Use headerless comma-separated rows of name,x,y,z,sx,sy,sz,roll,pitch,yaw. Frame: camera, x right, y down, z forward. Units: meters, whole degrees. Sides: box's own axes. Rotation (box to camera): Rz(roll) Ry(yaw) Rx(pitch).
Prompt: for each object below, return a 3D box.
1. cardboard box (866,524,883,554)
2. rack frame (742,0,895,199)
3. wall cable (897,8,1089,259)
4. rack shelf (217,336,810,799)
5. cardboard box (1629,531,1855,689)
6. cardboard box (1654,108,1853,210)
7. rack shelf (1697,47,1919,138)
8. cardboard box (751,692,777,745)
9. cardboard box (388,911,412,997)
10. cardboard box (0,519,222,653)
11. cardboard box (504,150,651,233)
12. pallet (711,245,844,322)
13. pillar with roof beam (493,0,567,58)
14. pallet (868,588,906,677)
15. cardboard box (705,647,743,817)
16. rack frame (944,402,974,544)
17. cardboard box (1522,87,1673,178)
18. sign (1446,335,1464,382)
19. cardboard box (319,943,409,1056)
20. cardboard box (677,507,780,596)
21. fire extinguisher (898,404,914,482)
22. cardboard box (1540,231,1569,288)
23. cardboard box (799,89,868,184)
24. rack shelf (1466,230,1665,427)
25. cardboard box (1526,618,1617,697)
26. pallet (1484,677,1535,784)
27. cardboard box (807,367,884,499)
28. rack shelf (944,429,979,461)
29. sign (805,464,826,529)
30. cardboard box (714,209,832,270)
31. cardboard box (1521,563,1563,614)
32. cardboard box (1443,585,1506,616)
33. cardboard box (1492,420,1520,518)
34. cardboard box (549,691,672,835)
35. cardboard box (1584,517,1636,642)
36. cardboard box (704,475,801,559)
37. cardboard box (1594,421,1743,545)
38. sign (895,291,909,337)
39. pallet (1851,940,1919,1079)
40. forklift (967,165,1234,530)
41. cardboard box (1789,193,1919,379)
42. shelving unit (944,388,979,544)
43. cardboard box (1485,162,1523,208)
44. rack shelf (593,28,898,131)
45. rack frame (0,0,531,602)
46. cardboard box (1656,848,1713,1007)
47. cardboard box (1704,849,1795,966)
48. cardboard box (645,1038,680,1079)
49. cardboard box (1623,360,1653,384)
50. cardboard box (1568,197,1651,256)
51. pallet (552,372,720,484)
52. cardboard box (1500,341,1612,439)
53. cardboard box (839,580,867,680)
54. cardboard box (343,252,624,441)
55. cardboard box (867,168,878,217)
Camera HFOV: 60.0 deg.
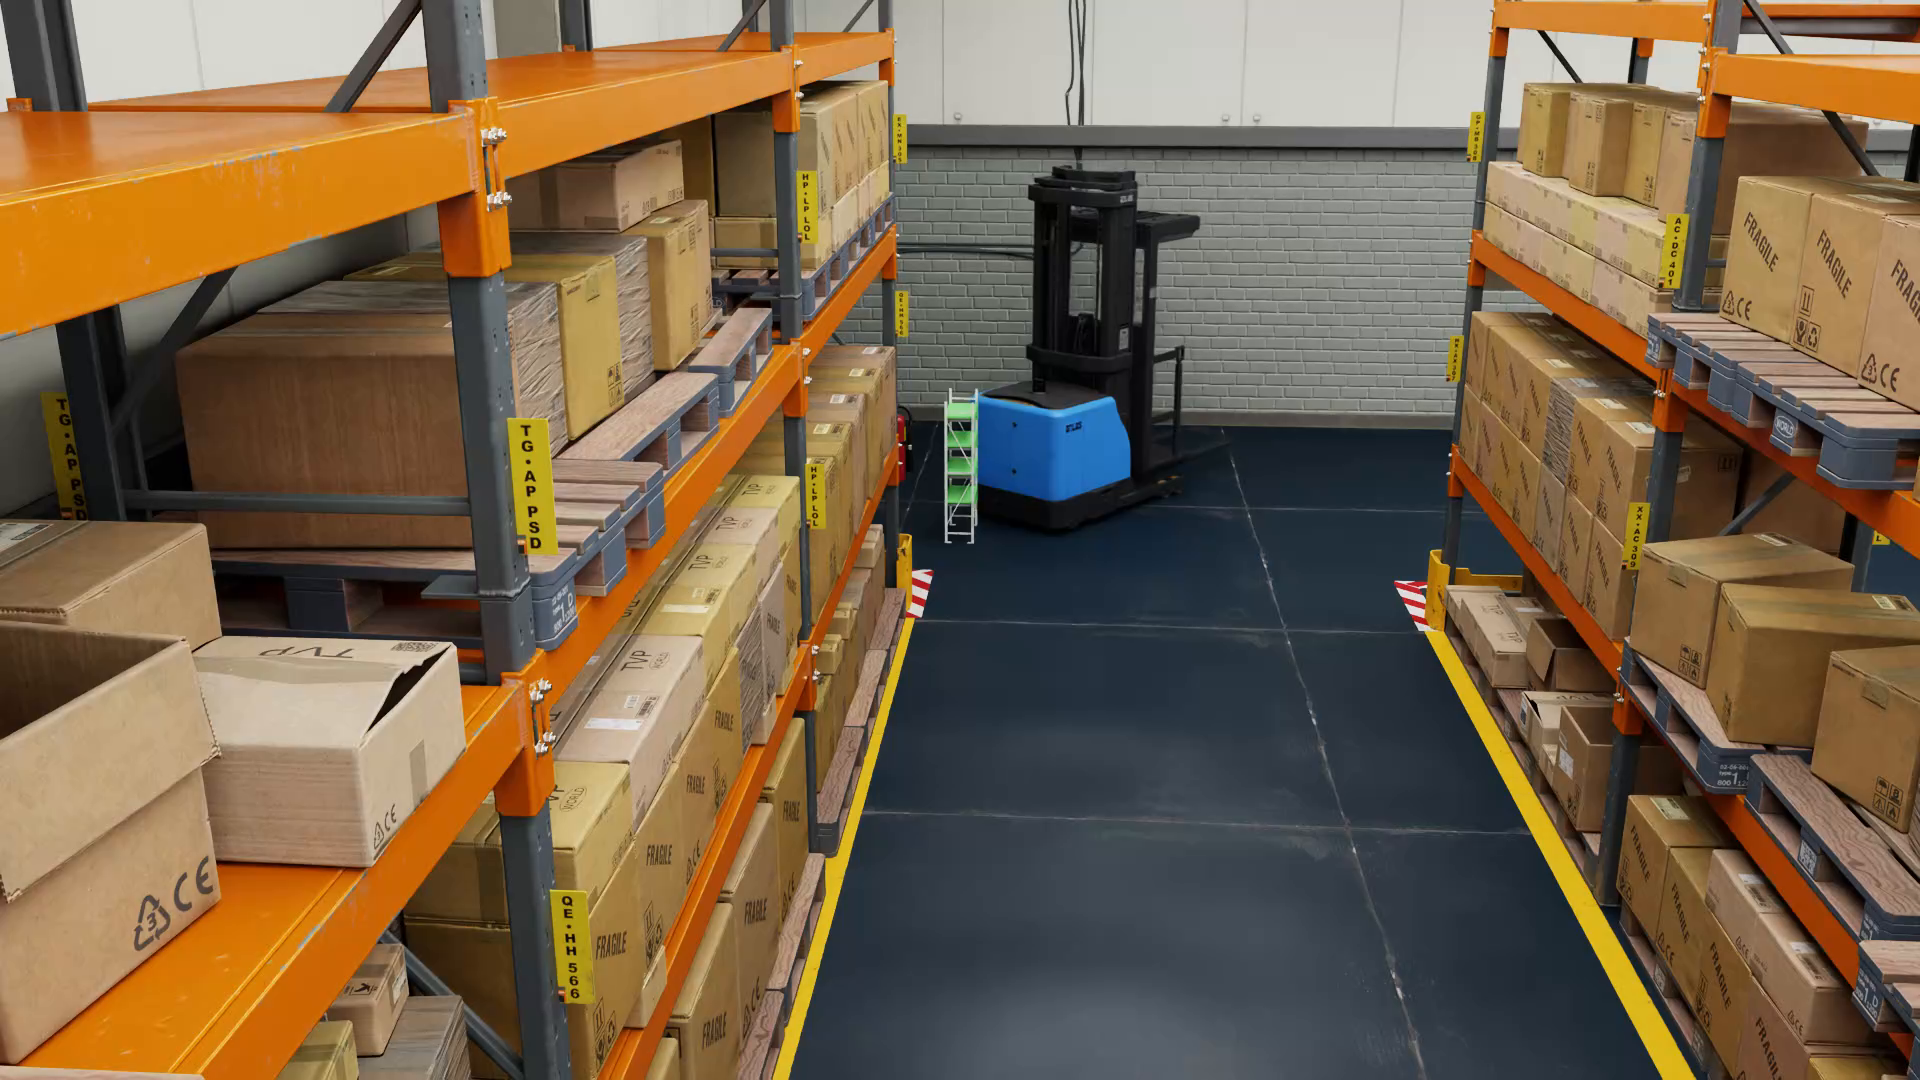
cardboard box,-0.731,-0.003,11.415,0.380,0.149,0.250,1,18,3
rack frame,-0.954,-3.798,11.062,1.000,3.000,0.127,1,18,4
wall cable,-0.192,-4.071,16.882,3.097,2.526,0.112,1,18,4
rack shelf,-1.384,-0.167,5.954,1.077,0.370,4.000,1,18,4
cardboard box,3.444,0.300,7.356,0.700,0.500,0.500,-5,19,-15
cardboard box,3.875,-1.847,8.160,0.700,0.500,0.500,1,18,4
rack shelf,3.557,-1.293,5.215,1.077,0.370,4.000,1,18,4
cardboard box,-1.001,0.758,7.163,0.380,0.149,0.250,1,18,4
cardboard box,-1.756,1.187,4.814,0.500,0.500,0.500,1,18,4
cardboard box,-1.808,0.274,3.261,0.500,0.500,0.500,1,18,4
cardboard box,-1.459,-1.301,6.188,0.500,0.250,0.500,1,18,2
pallet,-1.171,-1.342,8.526,1.003,0.211,1.213,1,18,4
pillar with roof beam,2.241,-2.696,7.700,9.100,9.000,0.400,1,18,4
pallet,-0.933,0.628,11.667,1.003,0.211,1.213,1,18,4
cardboard box,-1.124,0.716,6.252,0.500,0.500,0.500,2,18,5
rack frame,-0.006,-0.546,13.662,0.240,1.200,0.015,1,18,4
cardboard box,3.847,-2.472,10.068,0.700,0.500,0.500,1,18,4
sign,3.446,-1.261,11.564,0.100,0.325,0.005,1,18,4
cardboard box,-1.522,1.081,3.899,0.380,0.149,0.250,-1,18,-3
cardboard box,-1.065,0.050,7.079,0.500,0.250,0.500,2,18,5
fire extinguisher,-0.482,-0.770,12.178,0.296,0.674,0.183,1,18,4
cardboard box,3.585,-1.572,9.328,0.500,0.250,0.500,1,18,4
cardboard box,-0.810,-2.354,9.674,0.500,0.500,0.500,0,18,1
rack shelf,3.844,-1.300,9.412,1.077,0.370,4.000,1,18,4
cardboard box,3.830,0.798,9.972,0.797,0.503,0.637,1,18,4
pallet,3.836,1.137,10.115,1.003,0.211,1.213,1,18,4
cardboard box,-1.021,-0.705,10.775,0.980,0.700,0.700,1,18,3
rack shelf,0.012,-0.789,13.838,0.258,0.148,0.480,1,18,4
sign,-0.698,-0.208,8.009,0.100,0.325,0.005,1,18,4
cardboard box,-0.928,-1.515,8.317,0.500,0.250,0.500,1,18,4
cardboard box,4.194,0.315,11.451,0.500,0.500,0.500,1,18,4
cardboard box,3.615,0.430,11.664,0.380,0.149,0.250,1,18,4
cardboard box,3.622,-0.437,10.279,0.500,0.500,0.500,1,18,4
cardboard box,-1.200,0.681,5.154,0.500,0.250,0.500,1,18,3
cardboard box,3.481,0.196,8.347,0.500,0.500,0.500,2,18,5
cardboard box,-1.019,-0.109,7.563,0.500,0.250,0.500,2,18,5
cardboard box,3.479,-0.281,8.197,0.500,0.500,0.500,1,18,4
sign,-0.413,-1.593,11.729,0.100,0.325,0.005,1,18,4
pallet,3.393,1.526,4.757,1.213,0.211,1.003,1,18,4
forklift,1.414,-1.864,14.905,1.130,2.935,3.031,15,24,39
cardboard box,3.566,-0.953,6.200,0.600,0.600,0.600,1,18,3
shelving unit,0.012,-0.622,13.893,0.258,1.200,0.503,1,18,4
cardboard box,3.691,-2.276,10.671,0.500,0.250,0.500,1,18,4
rack shelf,-1.097,-2.645,9.341,1.077,0.370,4.000,1,18,4
rack frame,-1.527,-1.313,3.479,1.000,3.000,0.127,1,18,4
cardboard box,3.396,1.694,7.243,0.500,0.500,0.500,2,18,5
cardboard box,3.351,1.482,6.685,0.500,0.250,0.500,1,18,4
cardboard box,-1.344,2.134,5.371,0.750,0.750,0.750,1,18,3
cardboard box,4.125,-0.738,9.593,0.500,0.500,0.500,2,18,6
cardboard box,3.542,-1.655,8.776,0.500,0.250,0.500,1,18,4
pallet,-1.457,-0.347,5.650,1.003,0.211,1.213,2,18,6
cardboard box,3.622,-0.911,10.118,0.500,0.500,0.500,2,18,5
cardboard box,-0.975,0.572,10.699,0.700,0.500,0.500,1,18,2
cardboard box,-1.511,-0.634,5.355,0.700,0.500,0.500,2,18,7
cardboard box,-0.777,-2.153,10.266,0.500,0.250,0.500,1,18,2
